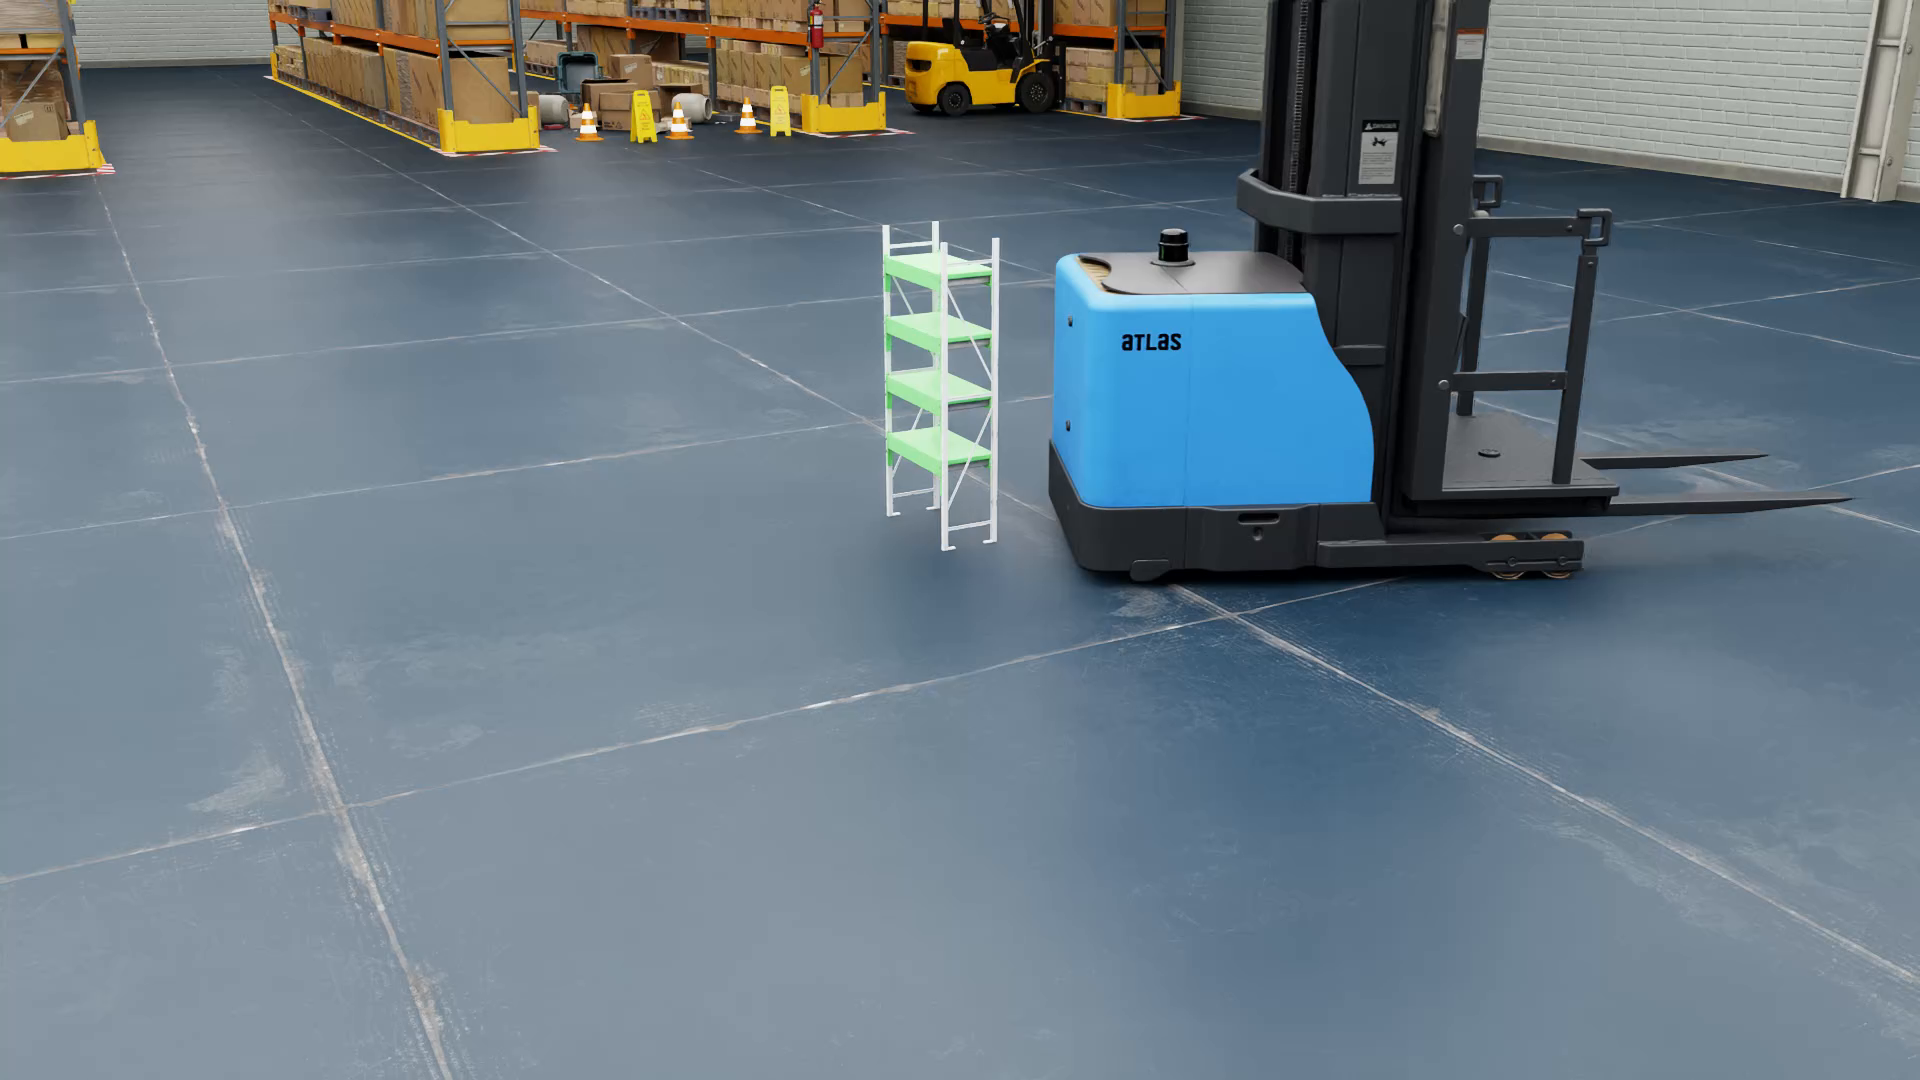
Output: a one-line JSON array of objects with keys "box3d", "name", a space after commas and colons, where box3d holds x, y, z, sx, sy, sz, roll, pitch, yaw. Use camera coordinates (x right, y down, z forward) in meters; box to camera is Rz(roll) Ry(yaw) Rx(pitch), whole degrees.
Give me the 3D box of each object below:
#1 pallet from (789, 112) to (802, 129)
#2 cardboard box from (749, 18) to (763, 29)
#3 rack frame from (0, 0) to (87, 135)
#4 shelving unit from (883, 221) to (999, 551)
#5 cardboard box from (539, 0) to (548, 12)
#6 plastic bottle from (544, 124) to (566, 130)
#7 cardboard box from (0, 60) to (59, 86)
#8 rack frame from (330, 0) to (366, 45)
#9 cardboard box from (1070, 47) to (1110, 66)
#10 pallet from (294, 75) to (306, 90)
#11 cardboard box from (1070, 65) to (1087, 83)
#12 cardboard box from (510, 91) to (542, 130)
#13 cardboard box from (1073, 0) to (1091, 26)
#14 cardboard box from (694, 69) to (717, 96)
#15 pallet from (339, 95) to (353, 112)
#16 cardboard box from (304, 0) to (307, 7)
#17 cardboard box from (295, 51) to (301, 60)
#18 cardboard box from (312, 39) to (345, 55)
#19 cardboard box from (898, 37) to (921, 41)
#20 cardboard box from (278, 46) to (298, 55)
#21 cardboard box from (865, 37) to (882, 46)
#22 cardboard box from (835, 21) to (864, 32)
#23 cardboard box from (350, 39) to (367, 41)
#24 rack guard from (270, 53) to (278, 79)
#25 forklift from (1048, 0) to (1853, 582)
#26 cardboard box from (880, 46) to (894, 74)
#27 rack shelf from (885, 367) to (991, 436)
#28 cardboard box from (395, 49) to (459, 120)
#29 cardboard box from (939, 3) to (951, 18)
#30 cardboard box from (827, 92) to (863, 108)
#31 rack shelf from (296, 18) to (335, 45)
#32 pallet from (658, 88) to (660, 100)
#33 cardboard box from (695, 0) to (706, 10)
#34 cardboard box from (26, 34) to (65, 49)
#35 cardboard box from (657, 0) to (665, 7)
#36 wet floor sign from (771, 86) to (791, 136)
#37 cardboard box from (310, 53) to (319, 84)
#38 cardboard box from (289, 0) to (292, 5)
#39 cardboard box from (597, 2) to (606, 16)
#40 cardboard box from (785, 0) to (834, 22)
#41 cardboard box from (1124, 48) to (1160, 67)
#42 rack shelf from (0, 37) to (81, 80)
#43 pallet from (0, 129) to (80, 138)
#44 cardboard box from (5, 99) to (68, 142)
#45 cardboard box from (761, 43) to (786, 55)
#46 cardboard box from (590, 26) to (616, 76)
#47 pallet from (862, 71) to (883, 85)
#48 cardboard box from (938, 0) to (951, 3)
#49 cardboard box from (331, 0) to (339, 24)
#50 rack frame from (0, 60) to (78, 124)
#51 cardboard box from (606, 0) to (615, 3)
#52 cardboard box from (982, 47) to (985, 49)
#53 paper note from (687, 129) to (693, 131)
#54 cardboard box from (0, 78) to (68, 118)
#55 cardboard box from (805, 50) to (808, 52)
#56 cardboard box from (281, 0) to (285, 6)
[{"box3d": [-1.969, -6.062, 23.875, 1.003, 0.211, 1.213, -10, 21, -27], "name": "pallet"}, {"box3d": [-2.867, -7.572, 24.362, 0.380, 0.149, 0.250, -10, 21, -27], "name": "cardboard box"}, {"box3d": [-10.300, -5.585, 18.217, 1.000, 3.000, 0.127, -10, 21, -27], "name": "rack frame"}, {"box3d": [-0.079, -0.615, 6.573, 0.258, 1.200, 0.503, -10, 21, -27], "name": "shelving unit"}, {"box3d": [-8.223, -10.994, 33.740, 0.500, 0.500, 0.500, -10, 22, -27], "name": "cardboard box"}, {"box3d": [-5.679, -5.787, 23.307, 0.133, 0.061, 0.283, 16, 25, 39], "name": "plastic bottle"}, {"box3d": [-14.408, -7.277, 25.734, 1.225, 0.875, 0.875, -11, 22, -29], "name": "cardboard box"}, {"box3d": [-9.685, -8.620, 27.015, 1.000, 3.000, 0.127, -10, 21, -27], "name": "rack frame"}, {"box3d": [2.048, -7.490, 25.779, 0.500, 0.250, 0.500, -10, 21, -26], "name": "cardboard box"}, {"box3d": [-11.935, -8.638, 31.340, 1.003, 0.211, 1.213, -10, 21, -27], "name": "pallet"}, {"box3d": [2.053, -7.261, 25.882, 0.500, 0.250, 0.500, -10, 22, -27], "name": "cardboard box"}, {"box3d": [-6.146, -6.005, 23.263, 0.500, 0.500, 0.500, -6, 20, -17], "name": "cardboard box"}, {"box3d": [2.085, -8.188, 25.608, 0.500, 0.500, 0.500, -9, 21, -25], "name": "cardboard box"}, {"box3d": [-3.729, -7.374, 26.788, 0.950, 0.372, 0.625, -10, 21, -26], "name": "cardboard box"}, {"box3d": [-9.377, -7.064, 26.780, 1.003, 0.211, 1.213, -10, 21, -27], "name": "pallet"}, {"box3d": [-10.929, -9.140, 28.261, 0.380, 0.149, 0.250, -9, 21, -25], "name": "cardboard box"}, {"box3d": [-12.264, -9.100, 31.220, 0.380, 0.149, 0.250, -10, 22, -27], "name": "cardboard box"}, {"box3d": [-10.973, -8.587, 28.958, 0.500, 0.250, 0.500, -9, 21, -25], "name": "cardboard box"}, {"box3d": [-0.984, -9.707, 32.359, 0.380, 0.149, 0.250, -9, 21, -24], "name": "cardboard box"}, {"box3d": [-13.291, -9.693, 32.939, 0.380, 0.149, 0.250, -10, 21, -27], "name": "cardboard box"}, {"box3d": [-1.625, -9.686, 32.296, 0.380, 0.149, 0.250, -11, 22, -29], "name": "cardboard box"}, {"box3d": [-1.557, -7.130, 23.082, 0.380, 0.149, 0.250, -10, 21, -26], "name": "cardboard box"}, {"box3d": [-10.264, -8.517, 28.753, 0.500, 0.250, 0.500, -10, 21, -26], "name": "cardboard box"}, {"box3d": [-13.448, -9.713, 34.015, 1.175, 0.500, 0.348, -10, 21, -27], "name": "rack guard"}, {"box3d": [1.913, -1.407, 6.217, 3.031, 2.935, 1.130, -1, 19, -4], "name": "forklift"}, {"box3d": [-1.400, -9.291, 32.146, 0.500, 0.500, 0.500, -9, 21, -25], "name": "cardboard box"}, {"box3d": [-0.079, -0.554, 6.594, 0.258, 0.148, 0.480, -10, 21, -27], "name": "rack shelf"}, {"box3d": [-7.118, -6.217, 22.662, 0.875, 0.875, 0.875, -10, 21, -26], "name": "cardboard box"}, {"box3d": [-0.033, -9.362, 29.393, 0.500, 0.250, 0.500, -10, 21, -26], "name": "cardboard box"}, {"box3d": [-1.718, -6.293, 23.841, 0.500, 0.250, 0.500, -10, 21, -27], "name": "cardboard box"}, {"box3d": [-10.635, -8.854, 28.796, 1.077, 0.370, 4.000, -10, 21, -27], "name": "rack shelf"}, {"box3d": [-4.432, -7.524, 28.111, 1.003, 0.211, 1.213, -10, 21, -27], "name": "pallet"}, {"box3d": [-3.965, -8.452, 26.270, 0.380, 0.149, 0.250, -10, 21, -26], "name": "cardboard box"}, {"box3d": [-10.225, -5.585, 18.602, 0.380, 0.149, 0.250, -10, 21, -27], "name": "cardboard box"}, {"box3d": [-4.897, -9.062, 28.037, 0.380, 0.149, 0.250, -9, 21, -23], "name": "cardboard box"}, {"box3d": [-2.430, -5.786, 22.411, 0.267, 0.644, 0.232, -3, 19, -8], "name": "wet floor sign"}, {"box3d": [-11.215, -8.381, 29.508, 0.500, 0.500, 0.500, -9, 21, -24], "name": "cardboard box"}, {"box3d": [-11.803, -9.664, 29.781, 0.380, 0.149, 0.250, -11, 22, -29], "name": "cardboard box"}, {"box3d": [-6.327, -9.741, 30.493, 0.500, 0.250, 0.500, -10, 22, -27], "name": "cardboard box"}, {"box3d": [-2.078, -7.421, 22.928, 0.500, 0.500, 0.500, -10, 22, -28], "name": "cardboard box"}, {"box3d": [2.727, -7.428, 25.598, 0.500, 0.250, 0.500, -10, 22, -27], "name": "cardboard box"}, {"box3d": [-11.249, -5.819, 19.998, 1.077, 0.370, 4.000, -10, 21, -27], "name": "rack shelf"}, {"box3d": [-11.266, -4.877, 20.440, 1.003, 0.211, 1.213, -10, 21, -27], "name": "pallet"}, {"box3d": [-10.581, -4.783, 19.083, 0.500, 0.500, 0.500, -6, 20, -17], "name": "cardboard box"}, {"box3d": [-2.662, -7.112, 24.072, 0.380, 0.149, 0.250, -9, 21, -24], "name": "cardboard box"}, {"box3d": [-6.476, -9.335, 31.699, 0.875, 0.875, 0.875, -9, 21, -25], "name": "cardboard box"}, {"box3d": [-1.332, -9.088, 32.645, 1.003, 0.211, 1.213, -10, 21, -27], "name": "pallet"}, {"box3d": [-0.058, -9.599, 29.314, 0.500, 0.250, 0.500, -10, 21, -26], "name": "cardboard box"}, {"box3d": [-9.710, -8.497, 26.504, 0.500, 0.500, 0.500, -10, 21, -26], "name": "cardboard box"}, {"box3d": [-12.199, -6.733, 21.545, 1.000, 3.000, 0.127, -10, 21, -27], "name": "rack frame"}, {"box3d": [-6.077, -9.828, 29.977, 0.500, 0.250, 0.500, -11, 22, -28], "name": "cardboard box"}, {"box3d": [0.631, -8.262, 28.972, 0.875, 0.625, 0.625, -9, 21, -24], "name": "cardboard box"}, {"box3d": [-3.779, -5.679, 23.042, 0.142, 0.019, 0.148, 16, 25, 39], "name": "paper note"}, {"box3d": [-12.472, -5.939, 22.401, 0.700, 0.500, 0.500, -12, 22, -31], "name": "cardboard box"}, {"box3d": [-2.474, -7.101, 25.033, 0.500, 0.500, 0.500, -9, 21, -24], "name": "cardboard box"}, {"box3d": [-12.544, -10.344, 31.400, 0.500, 0.500, 0.500, -10, 21, -27], "name": "cardboard box"}]
